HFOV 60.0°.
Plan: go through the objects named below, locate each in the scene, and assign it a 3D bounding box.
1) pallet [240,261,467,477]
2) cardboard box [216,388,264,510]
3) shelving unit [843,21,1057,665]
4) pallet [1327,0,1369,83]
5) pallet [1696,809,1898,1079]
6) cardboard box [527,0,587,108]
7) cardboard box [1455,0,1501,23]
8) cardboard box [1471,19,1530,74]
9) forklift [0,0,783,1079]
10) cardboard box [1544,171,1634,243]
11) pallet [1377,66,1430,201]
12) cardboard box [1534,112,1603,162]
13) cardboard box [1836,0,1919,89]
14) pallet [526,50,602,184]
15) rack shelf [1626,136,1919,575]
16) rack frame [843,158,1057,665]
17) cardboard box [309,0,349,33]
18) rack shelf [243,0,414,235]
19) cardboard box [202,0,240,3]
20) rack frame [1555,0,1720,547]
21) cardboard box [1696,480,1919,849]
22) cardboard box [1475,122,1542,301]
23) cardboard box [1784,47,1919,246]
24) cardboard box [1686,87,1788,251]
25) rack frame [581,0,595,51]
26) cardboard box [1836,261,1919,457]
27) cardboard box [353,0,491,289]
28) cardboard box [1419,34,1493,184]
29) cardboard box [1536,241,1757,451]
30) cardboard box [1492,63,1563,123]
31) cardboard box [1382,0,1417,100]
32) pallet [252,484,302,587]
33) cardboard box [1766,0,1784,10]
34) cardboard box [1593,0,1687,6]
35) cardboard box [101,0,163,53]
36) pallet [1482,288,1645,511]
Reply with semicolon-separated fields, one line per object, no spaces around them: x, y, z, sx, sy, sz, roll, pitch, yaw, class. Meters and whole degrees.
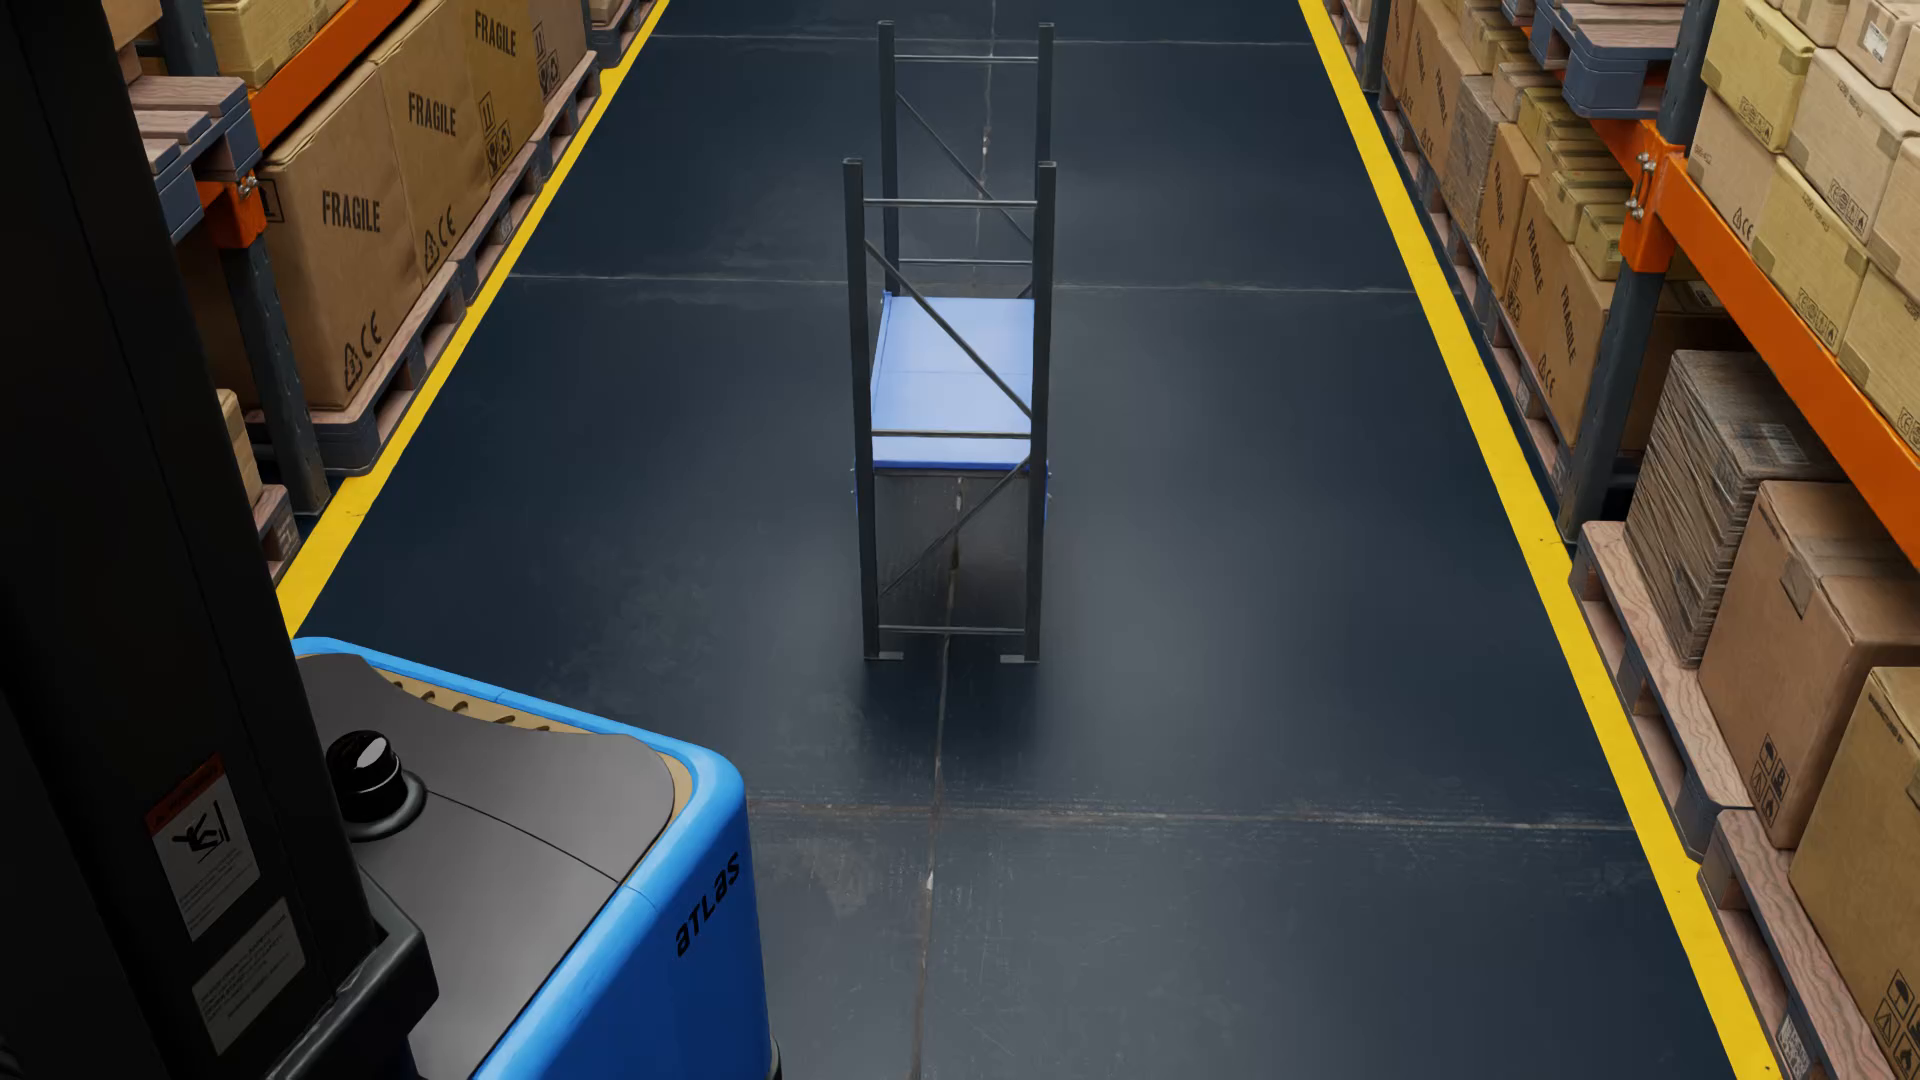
-2.452;-0.653;5.995;1.003;0.211;1.213;1;35;2;pallet
-2.591;-0.115;4.725;0.950;0.372;0.625;-1;35;-1;cardboard box
-0.003;-0.565;4.749;0.538;1.500;1.048;1;35;2;shelving unit
2.590;-2.782;9.025;1.003;0.211;1.213;1;35;2;pallet
2.277;1.082;3.527;1.003;0.211;1.213;1;35;2;pallet
-2.343;-2.585;7.802;0.875;0.875;0.875;2;35;3;cardboard box
2.351;-2.276;7.125;0.380;0.149;0.250;1;35;1;cardboard box
2.292;-1.991;6.719;0.380;0.149;0.250;3;35;4;cardboard box
-1.383;0.731;1.661;1.130;2.935;3.031;13;37;18;forklift
2.148;-1.092;5.439;0.380;0.149;0.250;0;35;-1;cardboard box
2.567;-1.919;7.797;1.003;0.211;1.213;1;35;2;pallet
2.258;-1.392;5.867;0.380;0.149;0.250;2;35;3;cardboard box
2.100;-1.058;3.496;0.380;0.149;0.250;2;35;3;cardboard box
-2.354;-2.055;7.990;1.003;0.211;1.213;1;35;2;pallet
2.321;0.213;2.963;1.077;0.370;4.000;1;35;2;rack shelf
-0.024;-0.273;4.333;0.500;1.500;0.032;1;35;2;rack frame
-2.285;-1.852;5.407;0.500;0.250;0.500;0;35;1;cardboard box
-2.478;-2.197;6.393;1.077;0.370;4.000;1;35;2;rack shelf
-2.292;-1.771;4.857;0.500;0.250;0.500;1;35;2;cardboard box
2.401;-1.230;4.391;1.000;3.000;0.127;1;35;2;rack frame
2.344;0.303;3.909;0.875;0.625;0.625;2;35;3;cardboard box
2.252;-1.215;6.179;0.500;0.500;0.500;3;35;4;cardboard box
2.118;-0.836;3.527;0.500;0.250;0.500;2;35;3;cardboard box
2.139;-0.919;4.080;0.500;0.250;0.500;1;35;2;cardboard box
-2.398;-3.641;7.821;1.000;3.000;0.127;1;35;2;rack frame
2.100;-0.334;3.247;0.500;0.250;0.500;0;35;0;cardboard box
-2.408;-1.552;6.333;0.875;0.875;0.875;2;35;2;cardboard box
2.281;-1.812;7.028;0.500;0.500;0.500;0;35;0;cardboard box
2.203;-0.627;5.342;0.500;0.500;0.500;2;35;3;cardboard box
2.249;-1.695;6.298;0.380;0.149;0.250;0;35;0;cardboard box
2.317;-2.404;7.871;0.500;0.500;0.500;3;35;4;cardboard box
-2.592;0.247;4.714;1.003;0.211;1.213;1;35;2;pallet
2.094;-1.360;3.925;0.380;0.149;0.250;2;35;3;cardboard box
2.044;-1.685;4.892;0.380;0.149;0.250;2;35;3;cardboard box
-2.299;-1.409;3.936;0.500;0.500;0.500;0;35;1;cardboard box
2.469;-0.517;5.802;1.003;0.211;1.213;1;35;2;pallet
